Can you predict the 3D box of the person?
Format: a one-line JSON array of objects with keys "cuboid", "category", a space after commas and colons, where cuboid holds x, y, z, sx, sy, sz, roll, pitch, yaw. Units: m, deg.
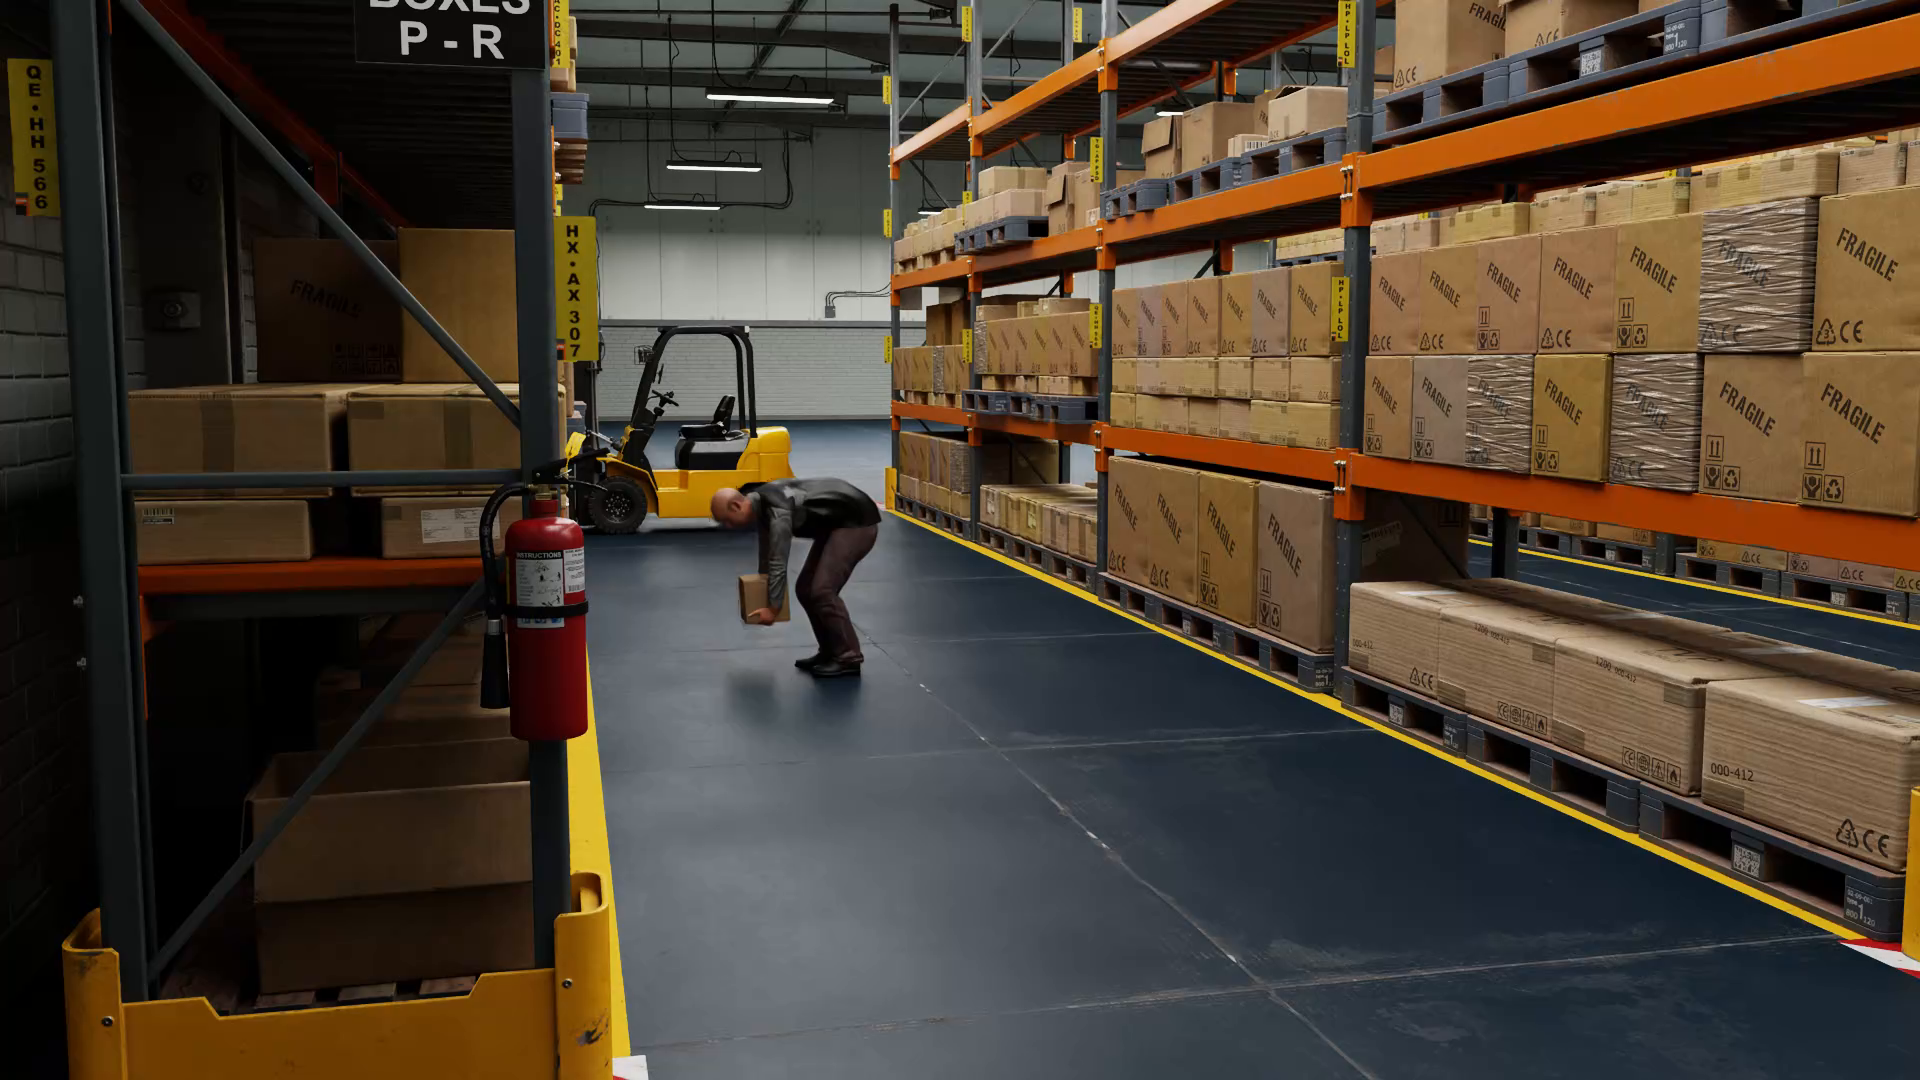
[{"cuboid": [-0.932, 0.206, 9.462, 0.959, 1.123, 0.460, -2, 6, -16], "category": "person"}]
